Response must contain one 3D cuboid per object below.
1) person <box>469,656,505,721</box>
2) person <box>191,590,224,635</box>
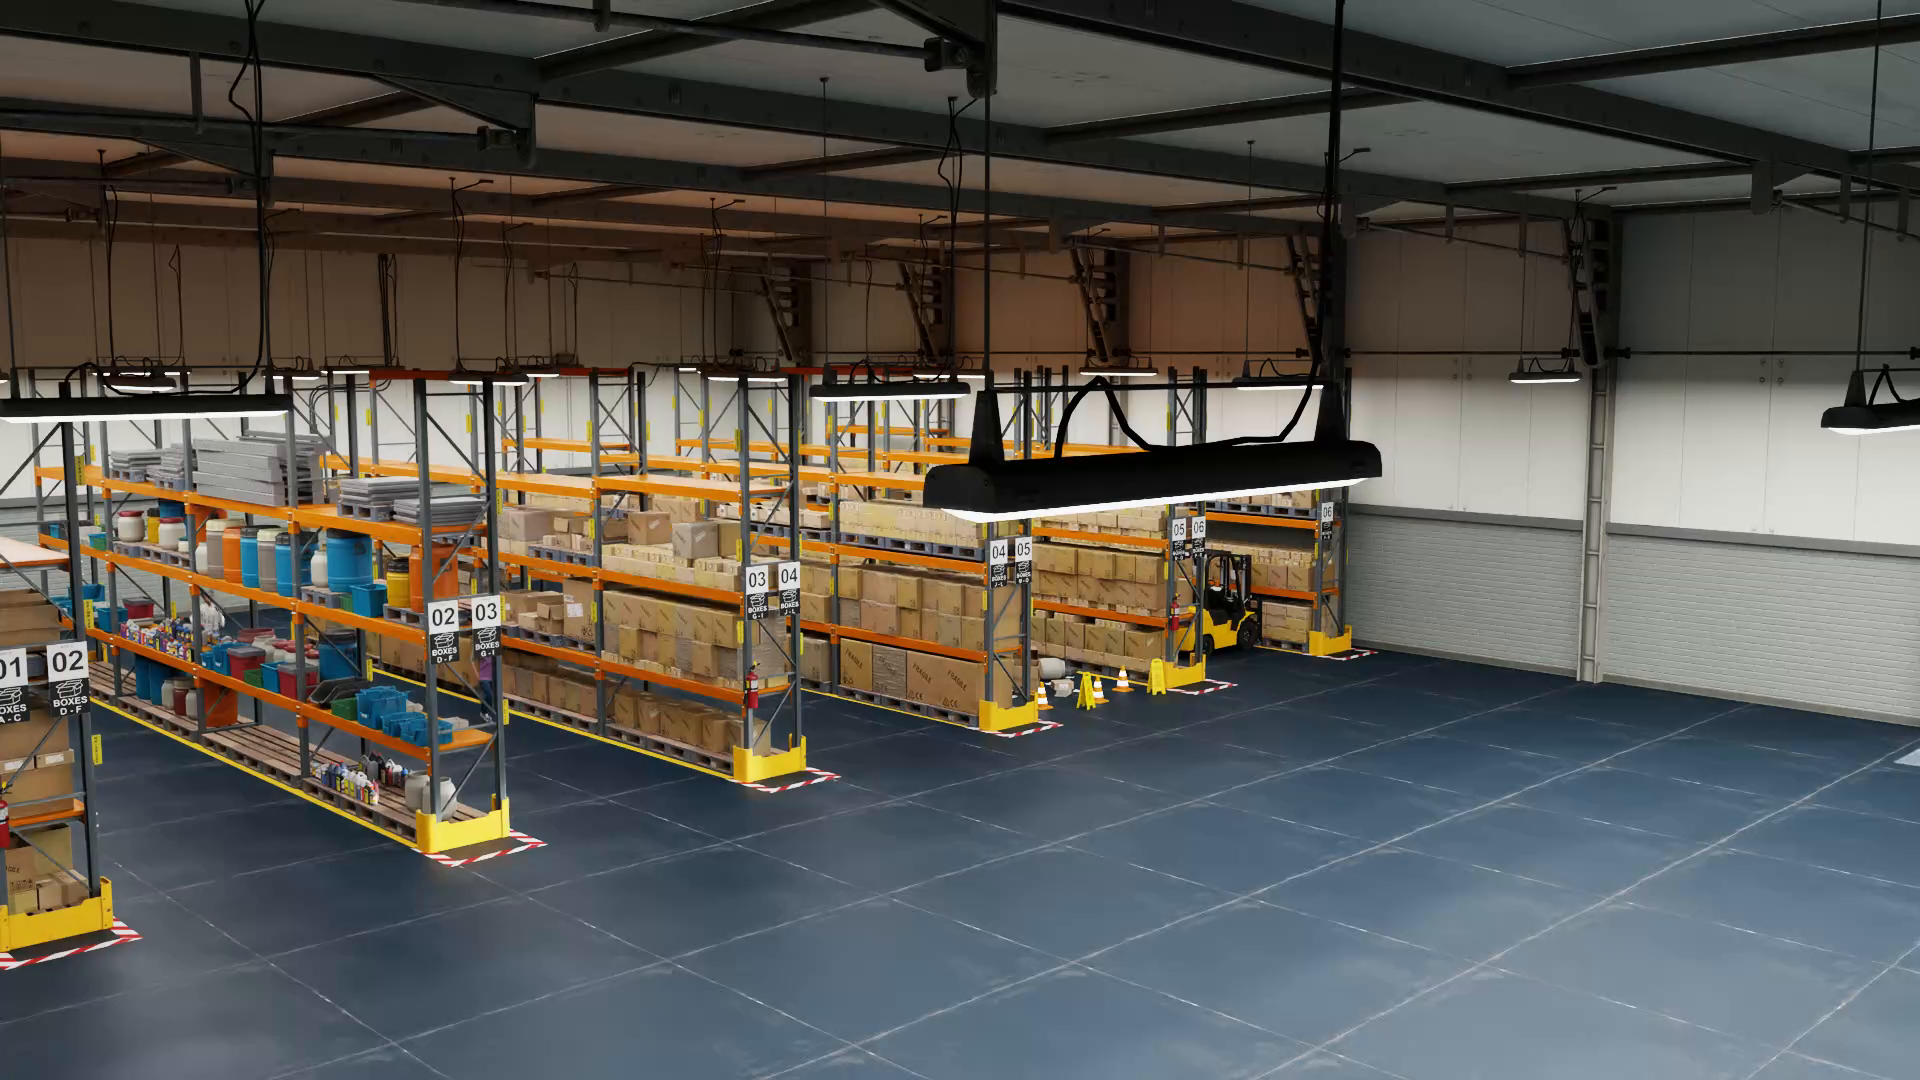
[{"bbox_3d":[-7.972,2.391,28.088,0.841,1.573,0.566,6,9,44],"label":"person"},{"bbox_3d":[-14.837,1.799,32.863,0.677,1.658,0.613,5,8,36],"label":"person"}]
